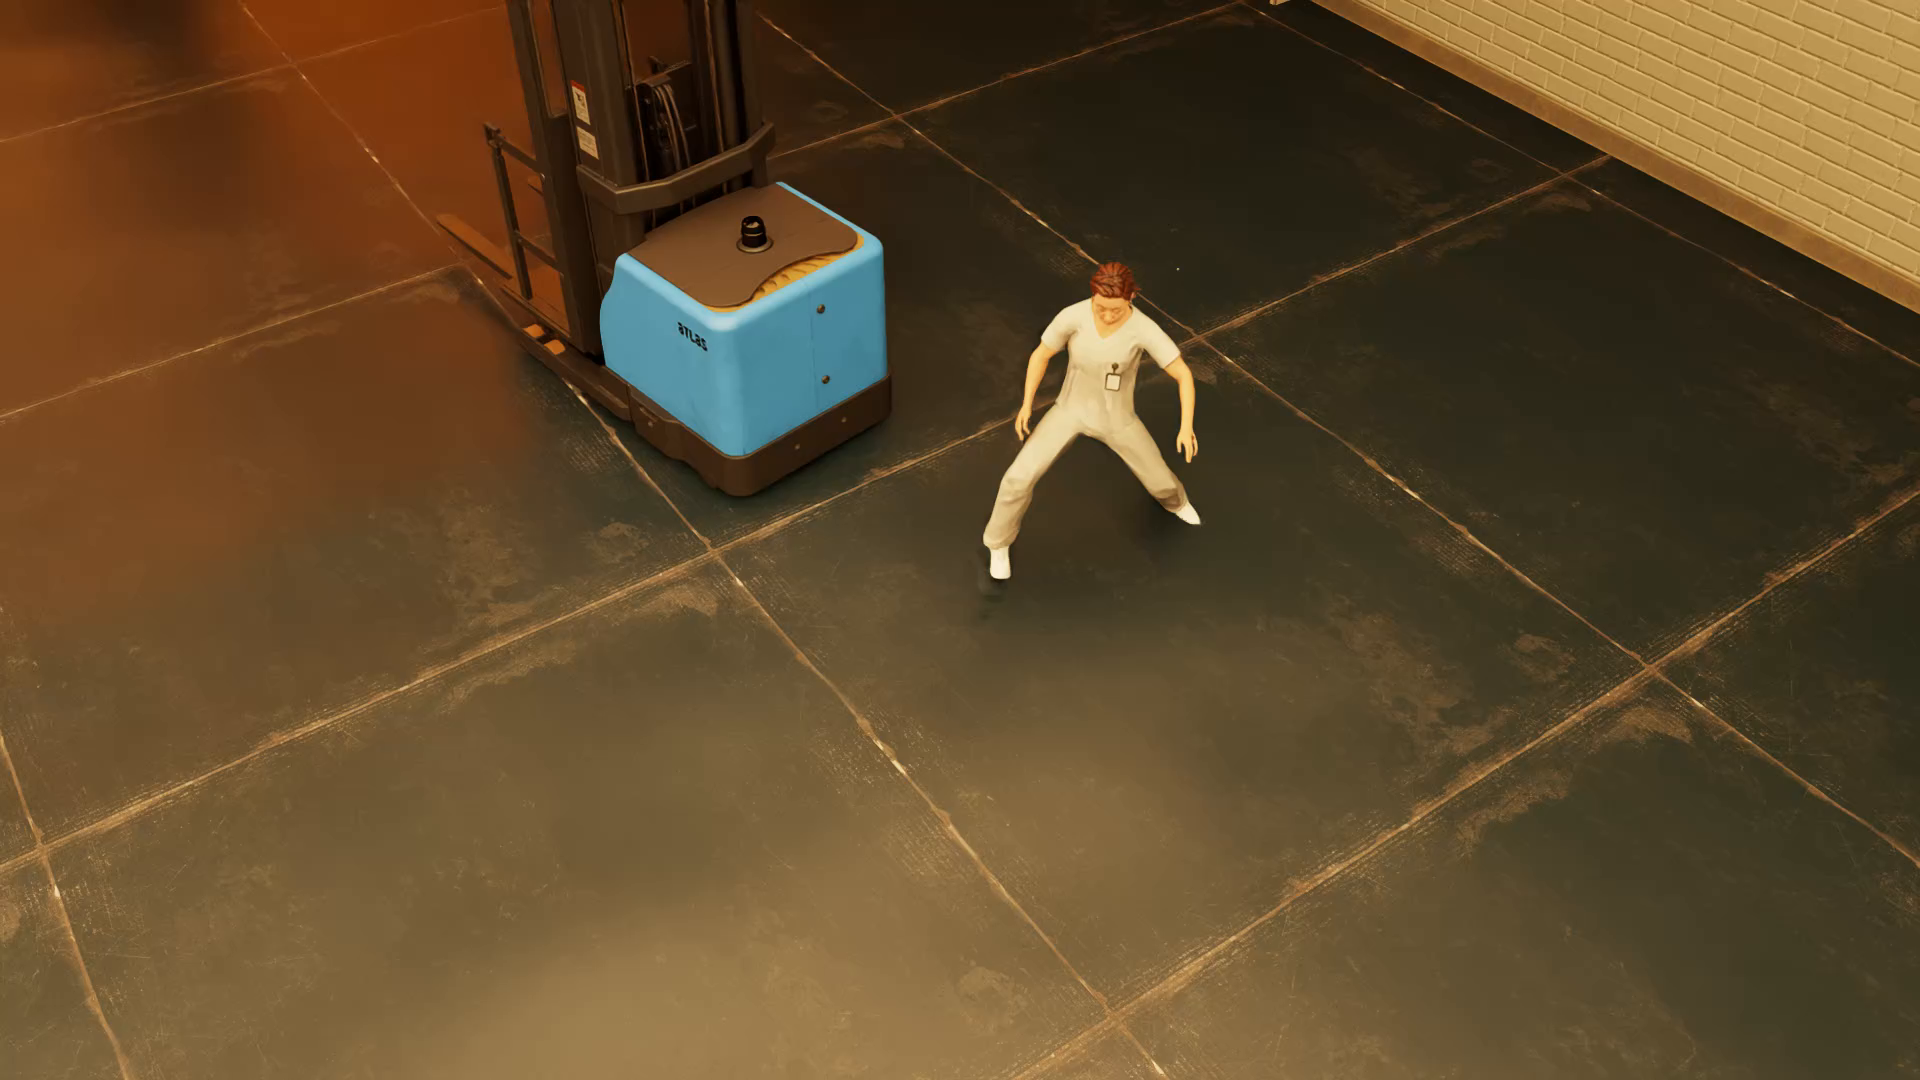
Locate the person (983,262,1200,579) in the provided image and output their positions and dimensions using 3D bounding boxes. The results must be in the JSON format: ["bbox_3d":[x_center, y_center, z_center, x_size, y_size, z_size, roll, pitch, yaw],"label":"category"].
[{"bbox_3d":[0.632,-0.531,7.378,0.936,1.538,0.881,11,44,12],"label":"person"}]

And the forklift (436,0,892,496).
[{"bbox_3d":[-1.729,-2.190,8.092,1.130,2.935,3.031,-33,52,-31],"label":"forklift"}]
